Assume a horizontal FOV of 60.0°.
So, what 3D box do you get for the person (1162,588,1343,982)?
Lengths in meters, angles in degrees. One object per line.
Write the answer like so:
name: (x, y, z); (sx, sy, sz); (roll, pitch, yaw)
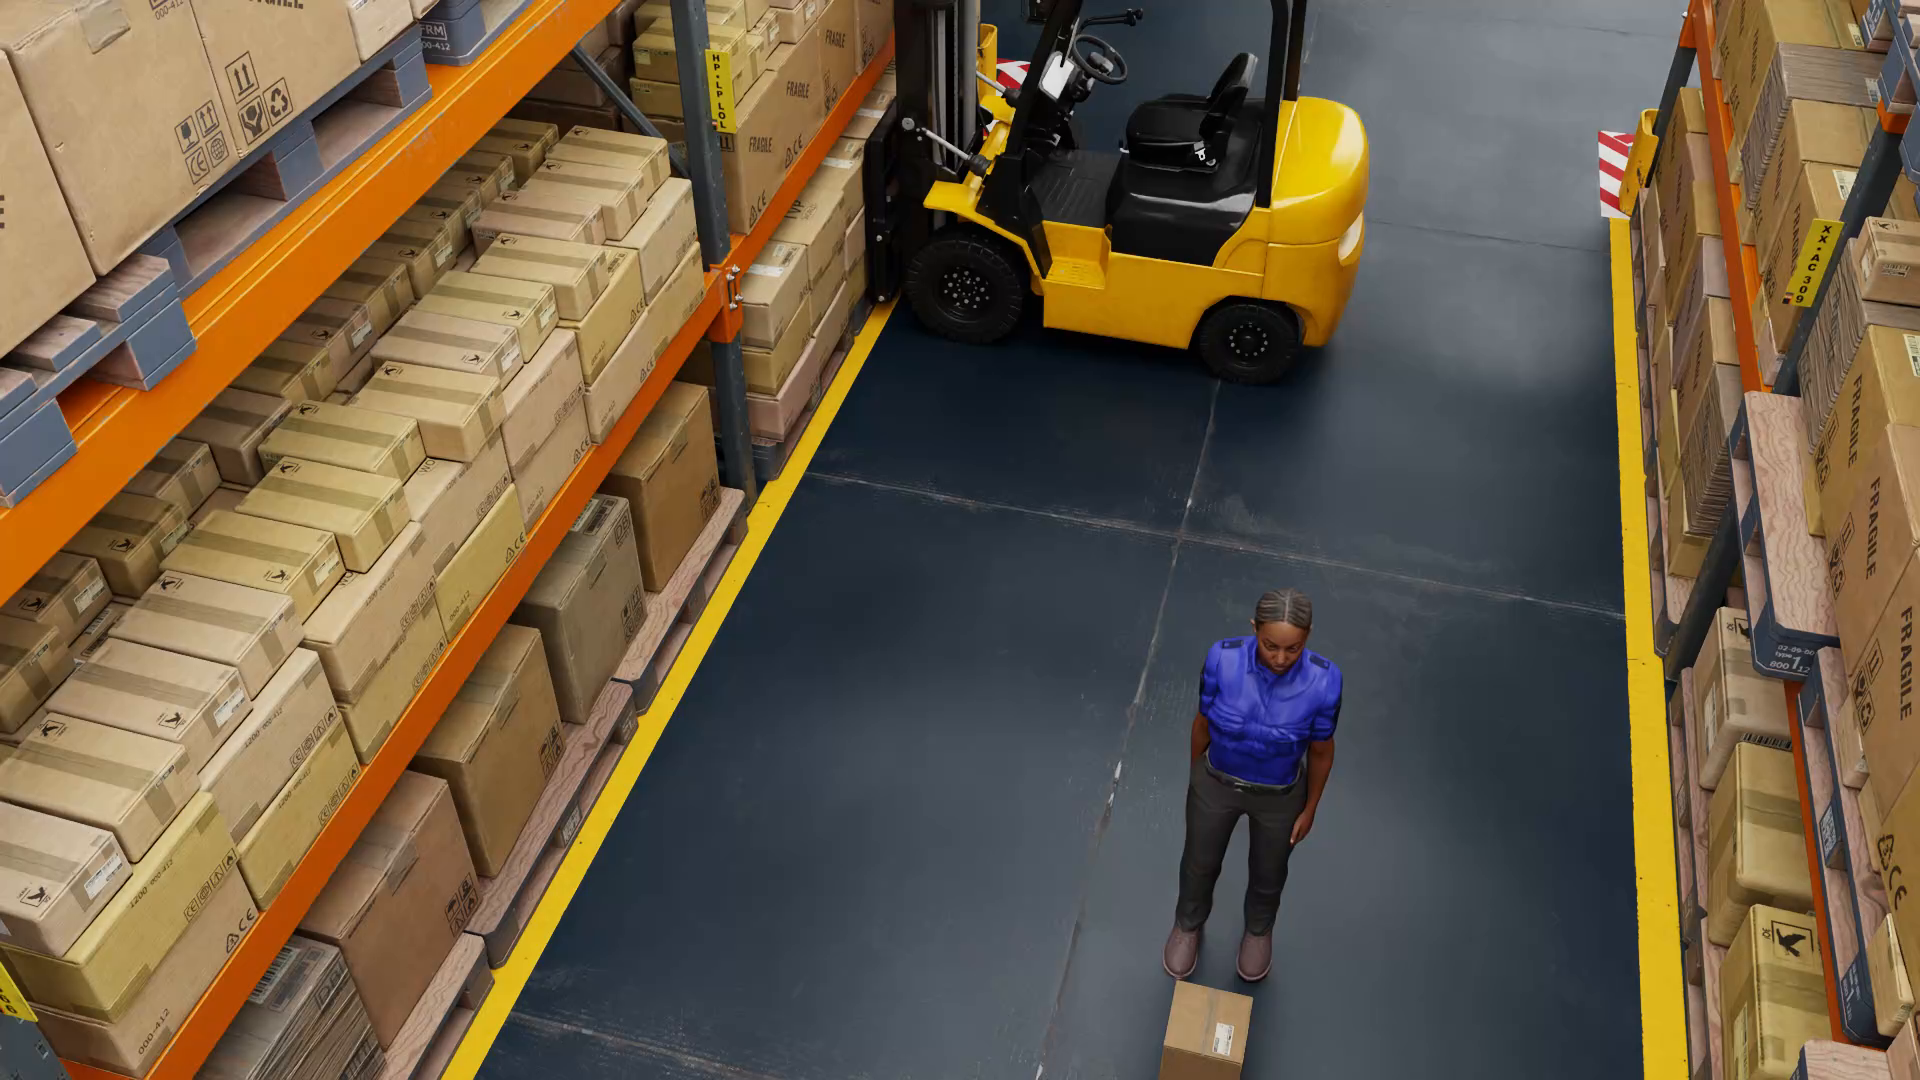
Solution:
person: (0.925, 0.800, 5.251); (0.439, 1.665, 0.350); (11, 42, 12)
